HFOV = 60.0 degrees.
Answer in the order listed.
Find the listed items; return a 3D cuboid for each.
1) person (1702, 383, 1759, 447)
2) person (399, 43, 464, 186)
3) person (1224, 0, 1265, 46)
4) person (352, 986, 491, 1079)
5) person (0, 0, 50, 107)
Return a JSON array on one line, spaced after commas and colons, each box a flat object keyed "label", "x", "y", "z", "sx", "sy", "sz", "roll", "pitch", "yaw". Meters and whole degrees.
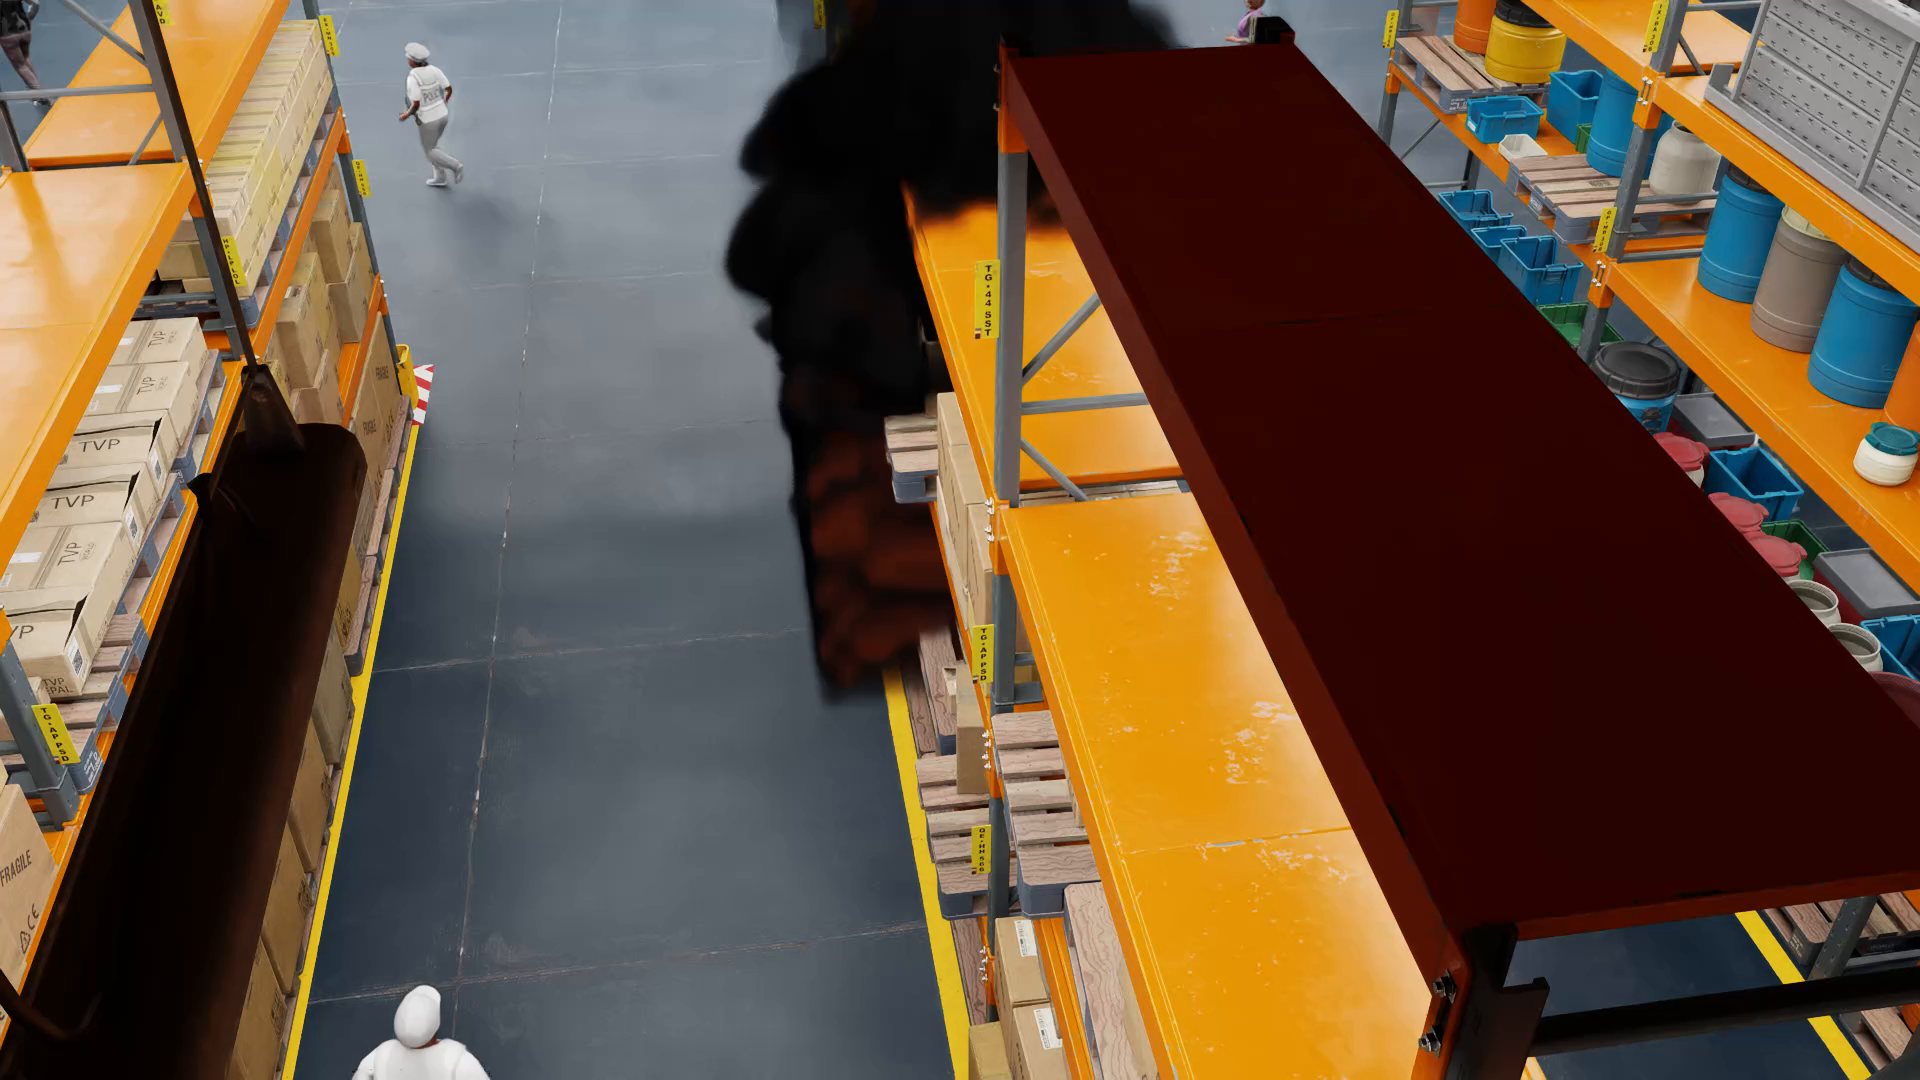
[{"label": "person", "x": 6.493, "y": -1.377, "z": 13.819, "sx": 0.683, "sy": 1.844, "sz": 0.817, "roll": -9, "pitch": 37, "yaw": -12}, {"label": "person", "x": -5.799, "y": -4.664, "z": 18.429, "sx": 0.697, "sy": 1.655, "sz": 0.557, "roll": 17, "pitch": 40, "yaw": 22}, {"label": "person", "x": 3.513, "y": -5.878, "z": 20.130, "sx": 0.767, "sy": 1.564, "sz": 0.547, "roll": 6, "pitch": 37, "yaw": 7}, {"label": "person", "x": -2.547, "y": 2.909, "z": 8.044, "sx": 0.704, "sy": 1.748, "sz": 0.656, "roll": -2, "pitch": 36, "yaw": -3}, {"label": "person", "x": -11.559, "y": -6.141, "z": 20.351, "sx": 0.747, "sy": 1.774, "sz": 0.643, "roll": 22, "pitch": 42, "yaw": 27}]
